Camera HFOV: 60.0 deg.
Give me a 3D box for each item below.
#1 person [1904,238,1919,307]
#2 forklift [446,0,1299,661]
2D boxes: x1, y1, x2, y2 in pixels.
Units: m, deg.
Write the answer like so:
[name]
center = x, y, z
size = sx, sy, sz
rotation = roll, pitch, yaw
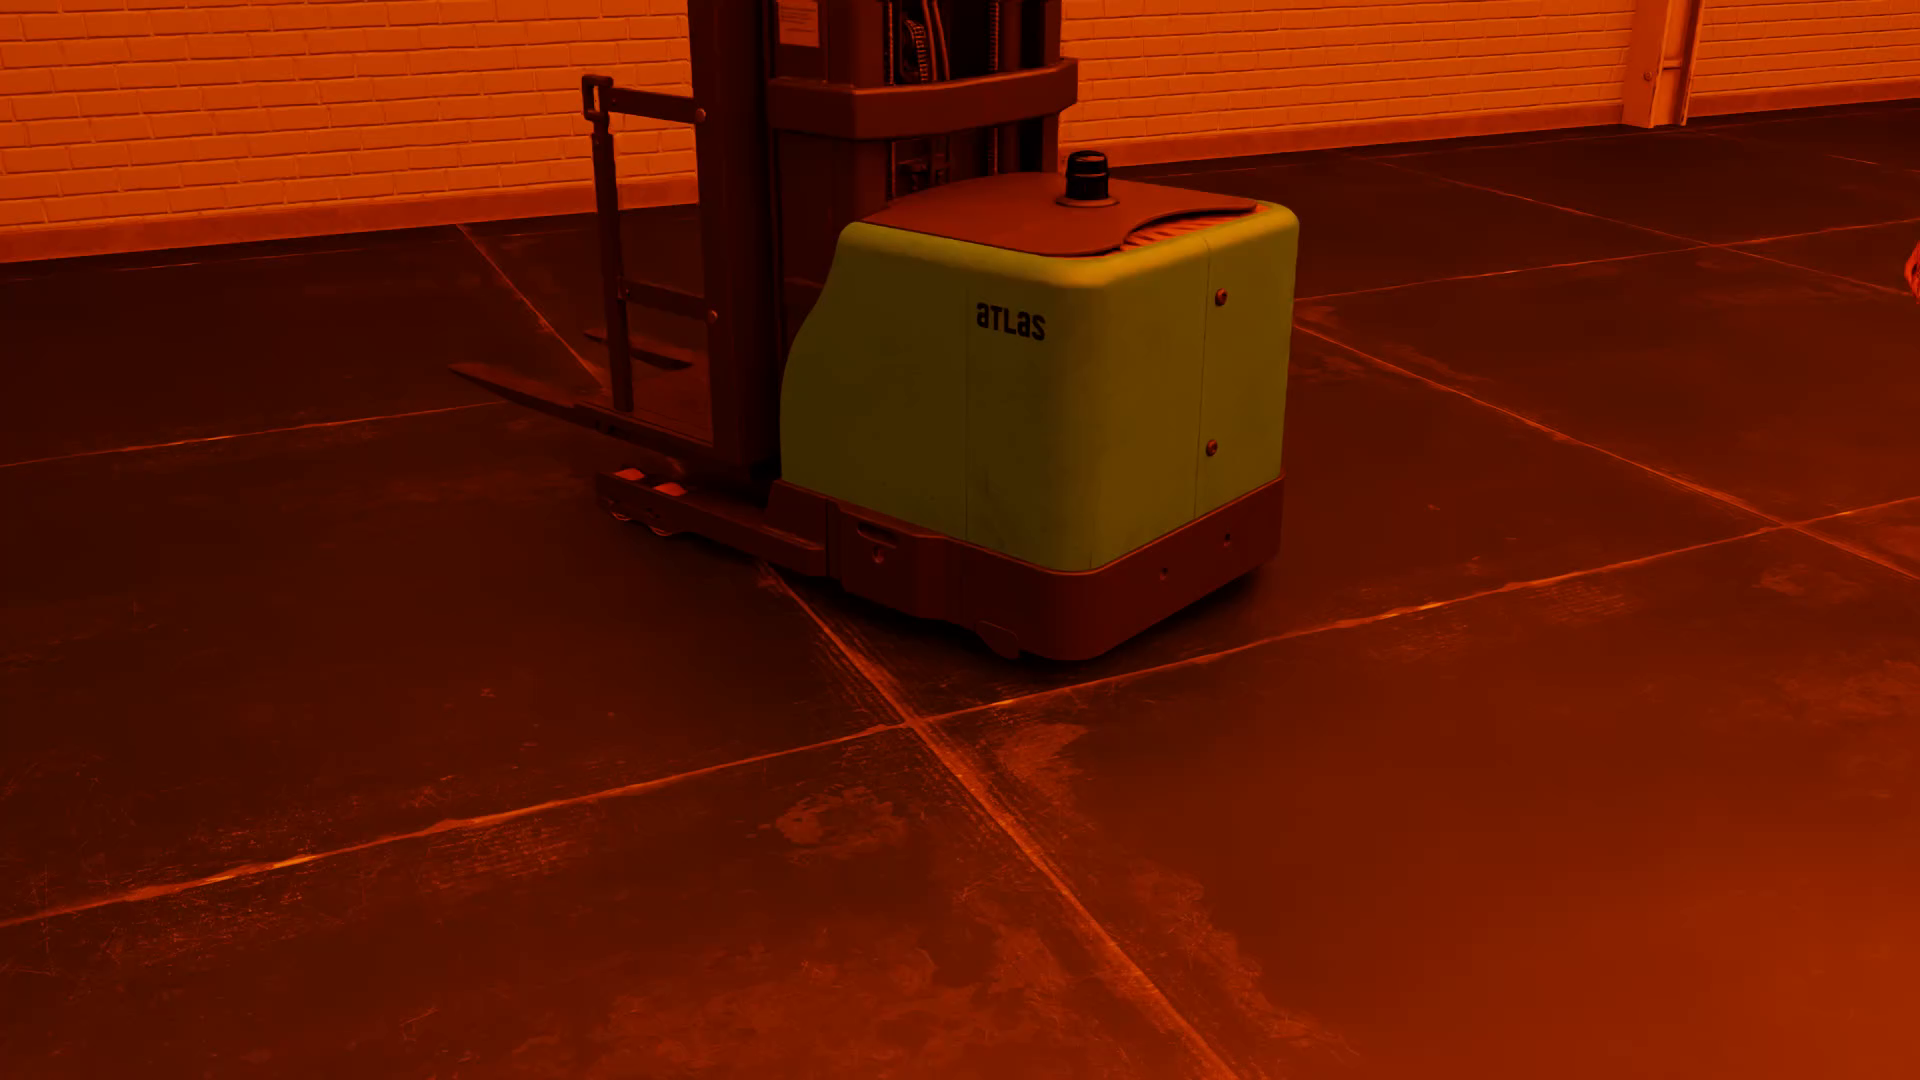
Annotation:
[person]
center = 3.130, -0.643, 4.499
size = 0.936, 1.738, 0.604
rotation = -3, 23, -7
[forklift]
center = -0.512, -1.497, 4.891
size = 3.031, 2.935, 1.130
rotation = 18, 29, 37
